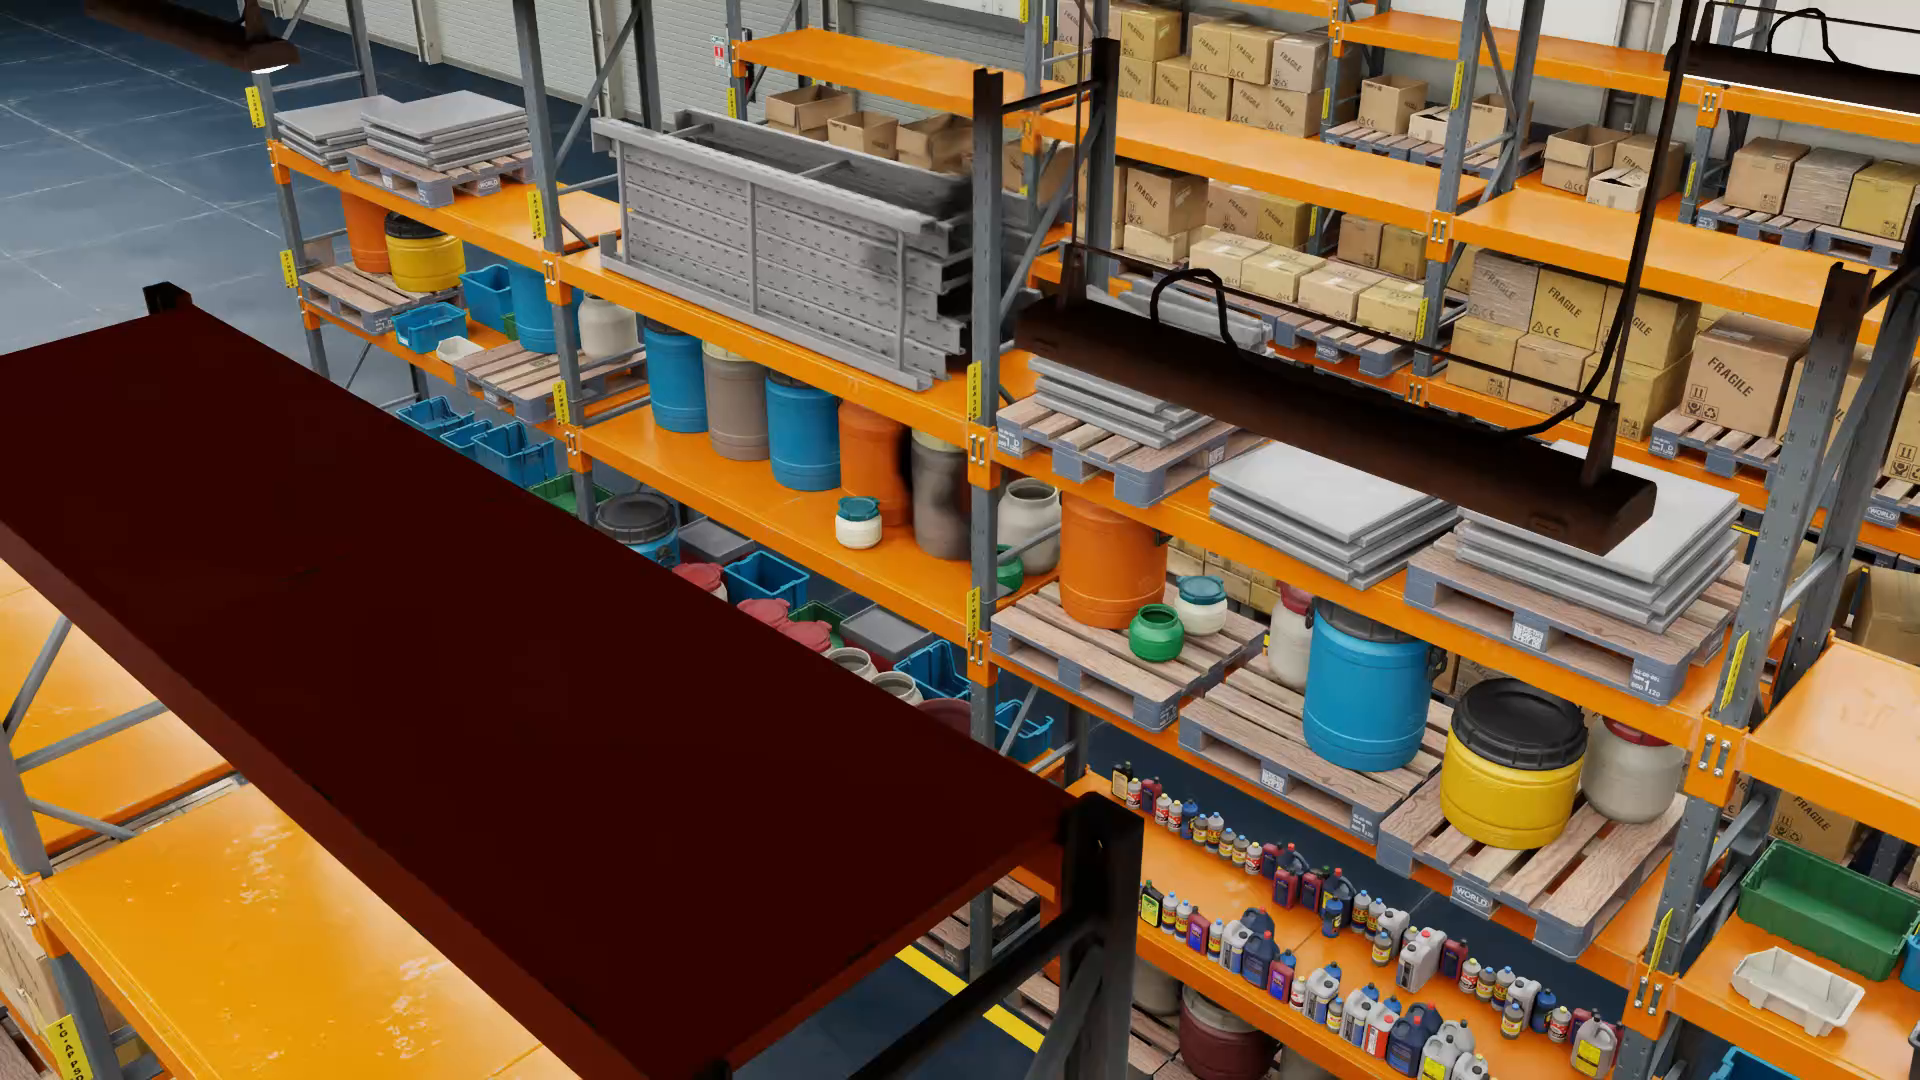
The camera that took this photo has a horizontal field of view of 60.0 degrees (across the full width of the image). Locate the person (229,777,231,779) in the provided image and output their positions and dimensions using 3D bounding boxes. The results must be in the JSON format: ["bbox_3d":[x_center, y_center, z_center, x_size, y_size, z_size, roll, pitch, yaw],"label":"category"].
[{"bbox_3d":[-5.617,1.404,12.033,0.592,1.682,0.658,18,34,29],"label":"person"}]

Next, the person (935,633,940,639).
[{"bbox_3d":[-0.228,0.029,13.888,0.560,1.688,0.657,19,35,31],"label":"person"}]
